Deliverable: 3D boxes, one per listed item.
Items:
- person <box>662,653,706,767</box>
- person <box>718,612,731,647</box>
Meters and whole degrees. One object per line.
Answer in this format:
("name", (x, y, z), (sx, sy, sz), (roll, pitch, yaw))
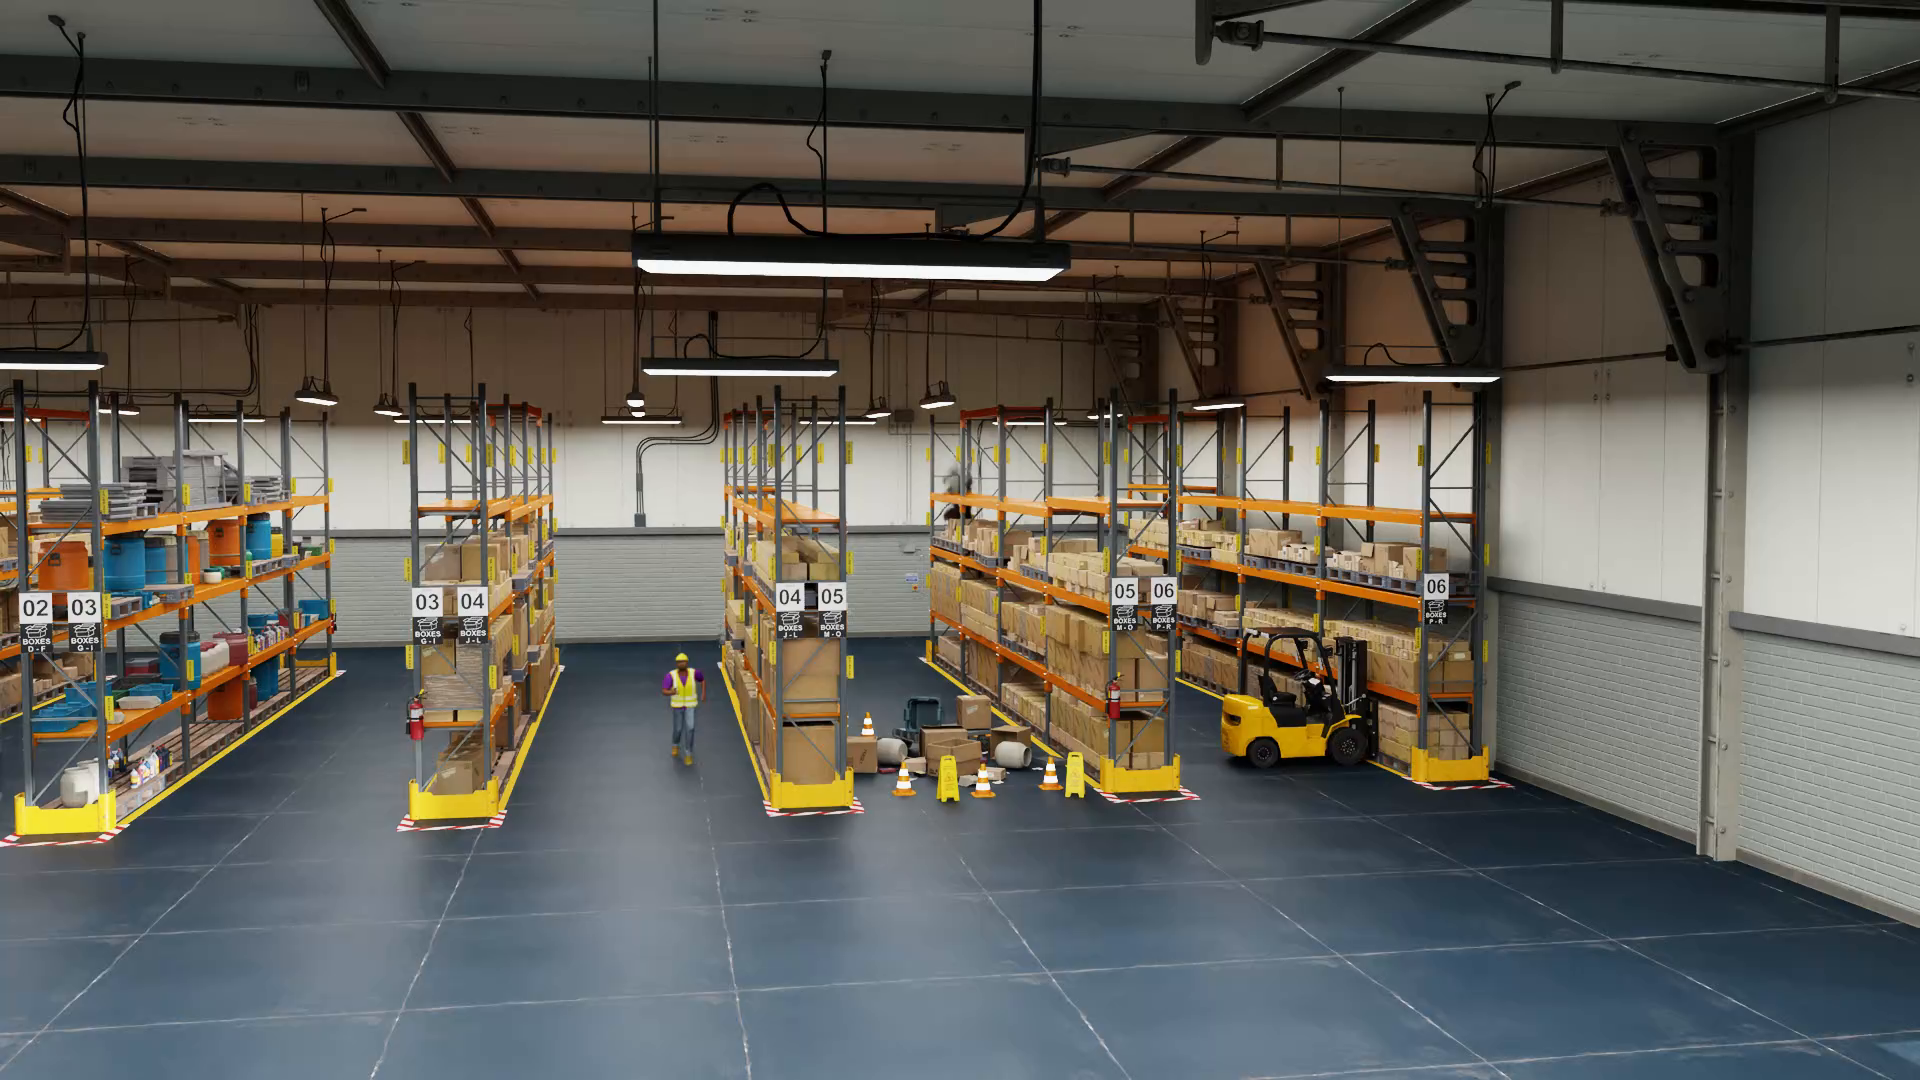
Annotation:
("person", (-4.511, 2.743, 27.175), (0.710, 1.811, 0.913), (-1, 3, -10))
("person", (-5.596, 2.148, 40.312), (0.531, 1.645, 0.637), (-1, 3, -25))
